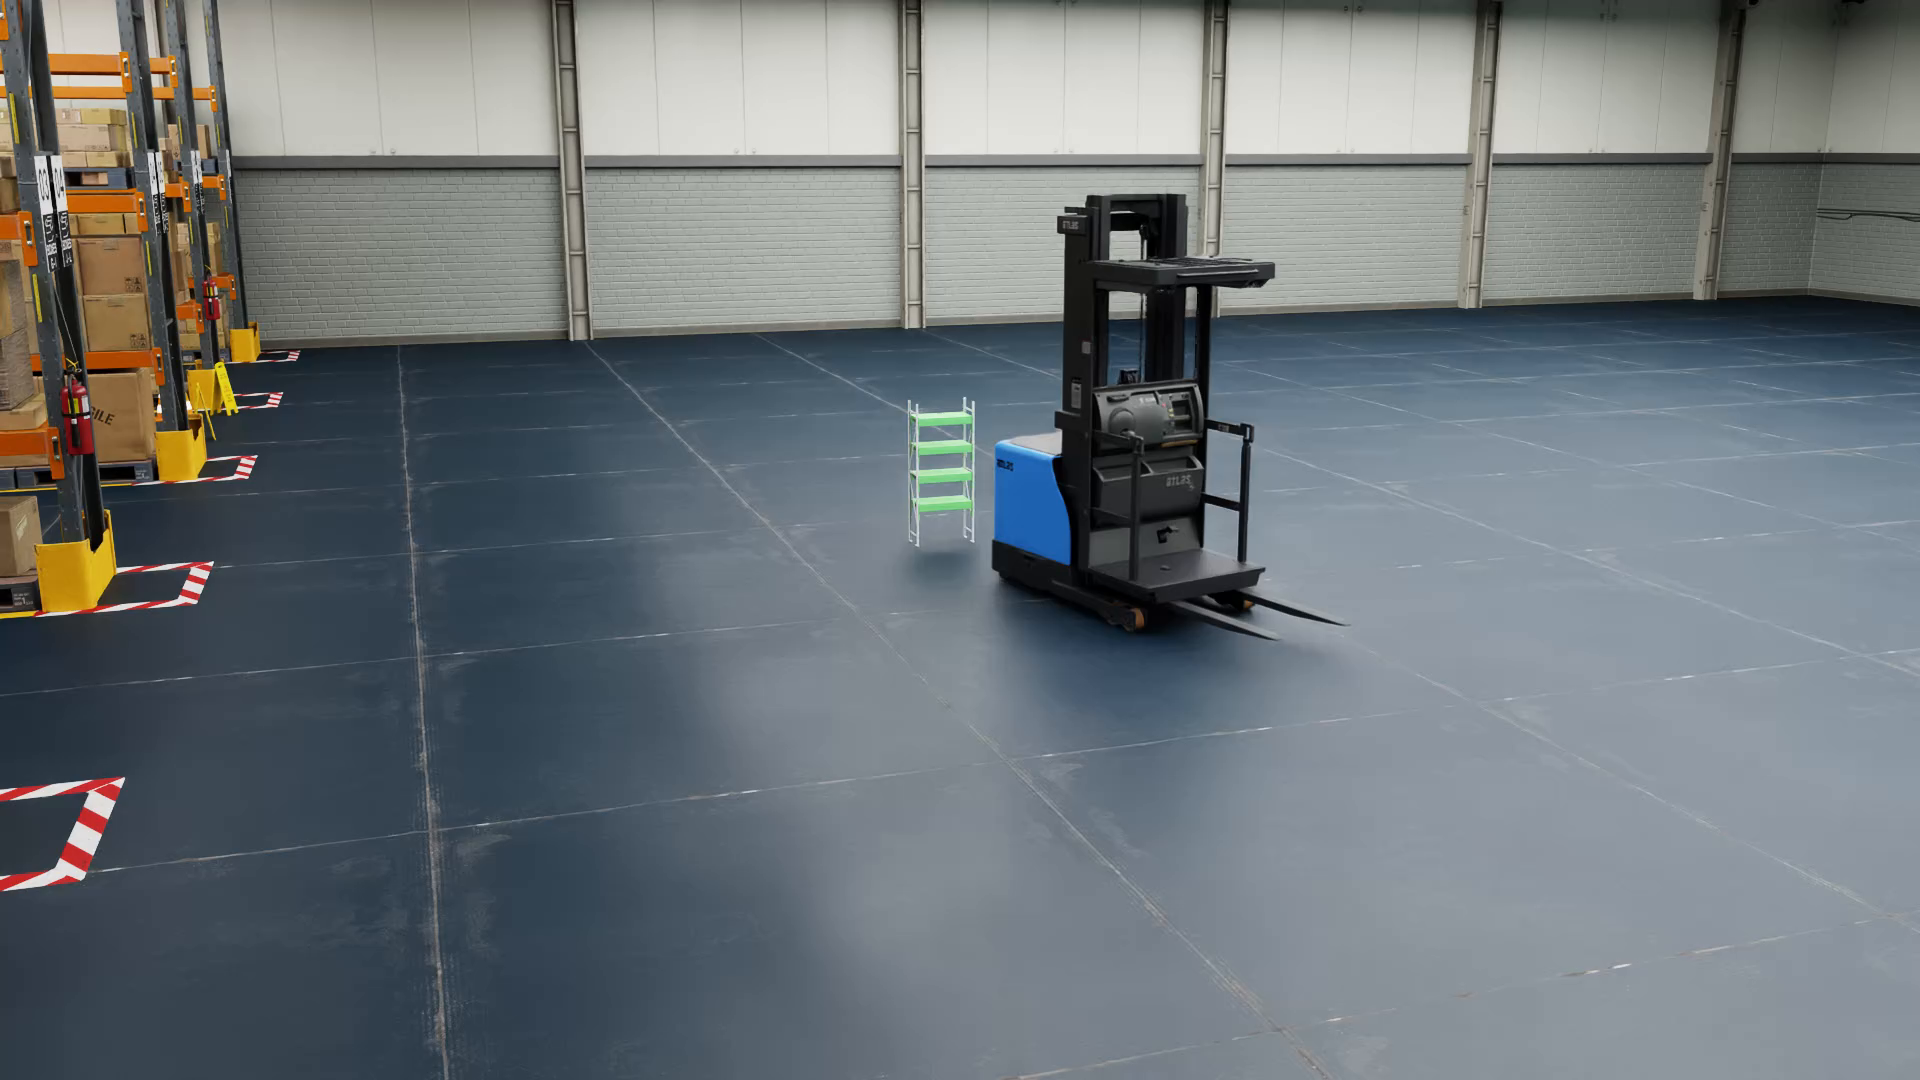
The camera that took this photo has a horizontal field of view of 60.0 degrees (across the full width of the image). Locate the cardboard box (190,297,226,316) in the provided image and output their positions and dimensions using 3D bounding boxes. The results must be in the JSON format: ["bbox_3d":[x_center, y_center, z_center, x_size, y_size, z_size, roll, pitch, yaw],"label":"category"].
[{"bbox_3d":[-11.627,-3.592,25.634,0.500,0.250,0.500,-4,14,-16],"label":"cardboard box"}]

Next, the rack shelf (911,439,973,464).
[{"bbox_3d":[-0.157,-0.743,13.912,0.480,0.148,0.258,-4,14,-18],"label":"rack shelf"}]

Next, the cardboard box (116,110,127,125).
[{"bbox_3d":[-8.447,-4.197,16.521,0.250,0.149,0.380,-4,14,-17],"label":"cardboard box"}]

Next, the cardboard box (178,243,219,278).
[{"bbox_3d":[-11.673,-4.296,25.504,0.500,0.500,0.500,-5,14,-19],"label":"cardboard box"}]

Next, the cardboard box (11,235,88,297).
[{"bbox_3d":[-8.885,-2.693,16.324,0.550,0.550,0.875,-4,14,-18],"label":"cardboard box"}]

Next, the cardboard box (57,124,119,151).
[{"bbox_3d":[-8.404,-3.861,15.968,0.500,0.250,0.500,-4,14,-17],"label":"cardboard box"}]

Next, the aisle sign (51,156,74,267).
[{"bbox_3d":[-6.580,-2.414,12.192,0.004,0.787,0.394,-4,14,-18],"label":"aisle sign"}]

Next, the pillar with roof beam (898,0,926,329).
[{"bbox_3d":[0.509,-7.347,25.585,0.400,9.000,9.100,-4,14,-18],"label":"pillar with roof beam"}]

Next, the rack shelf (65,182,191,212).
[{"bbox_3d":[-11.599,-4.214,20.450,4.000,0.370,1.077,-4,14,-18],"label":"rack shelf"}]

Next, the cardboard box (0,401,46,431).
[{"bbox_3d":[-6.747,-0.890,11.947,0.250,0.149,0.380,-4,14,-18],"label":"cardboard box"}]

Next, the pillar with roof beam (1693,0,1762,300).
[{"bbox_3d":[17.568,-8.676,31.170,0.548,9.000,9.100,-4,14,-18],"label":"pillar with roof beam"}]

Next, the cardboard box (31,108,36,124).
[{"bbox_3d":[-8.720,-4.016,15.758,0.250,0.149,0.380,-4,14,-17],"label":"cardboard box"}]

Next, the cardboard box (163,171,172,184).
[{"bbox_3d":[-9.953,-4.502,20.648,0.250,0.149,0.380,-4,14,-18],"label":"cardboard box"}]

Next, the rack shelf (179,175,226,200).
[{"bbox_3d":[-13.186,-5.303,25.026,4.000,0.370,1.077,-4,14,-18],"label":"rack shelf"}]

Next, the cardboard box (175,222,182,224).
[{"bbox_3d":[-12.181,-4.837,25.737,0.250,0.149,0.380,-4,14,-17],"label":"cardboard box"}]

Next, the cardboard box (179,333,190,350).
[{"bbox_3d":[-12.109,-3.069,25.597,0.500,0.250,0.500,-4,14,-18],"label":"cardboard box"}]

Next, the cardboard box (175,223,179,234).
[{"bbox_3d":[-12.026,-4.727,25.272,0.250,0.149,0.380,-4,14,-17],"label":"cardboard box"}]

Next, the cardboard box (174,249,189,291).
[{"bbox_3d":[-10.241,-3.472,21.397,0.500,0.500,0.500,-5,14,-19],"label":"cardboard box"}]

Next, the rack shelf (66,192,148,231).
[{"bbox_3d":[-9.925,-3.136,15.917,4.000,0.370,1.077,-4,14,-18],"label":"rack shelf"}]

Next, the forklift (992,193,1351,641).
[{"bbox_3d":[1.466,-0.913,11.649,1.130,2.935,3.031,-8,16,-32],"label":"forklift"}]

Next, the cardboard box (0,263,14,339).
[{"bbox_3d":[-6.986,-1.664,11.637,0.500,0.500,0.500,-4,14,-18],"label":"cardboard box"}]

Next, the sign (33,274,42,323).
[{"bbox_3d":[-6.385,-1.673,11.508,0.005,0.325,0.100,-4,14,-18],"label":"sign"}]

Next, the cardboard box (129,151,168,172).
[{"bbox_3d":[-10.103,-4.687,20.563,0.500,0.250,0.500,-5,14,-19],"label":"cardboard box"}]

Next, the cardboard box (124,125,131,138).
[{"bbox_3d":[-12.635,-5.962,24.904,0.500,0.500,0.700,-4,14,-18],"label":"cardboard box"}]

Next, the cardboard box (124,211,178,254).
[{"bbox_3d":[-10.118,-3.847,20.813,0.500,0.500,0.700,-5,14,-19],"label":"cardboard box"}]

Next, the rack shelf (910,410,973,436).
[{"bbox_3d":[-0.157,-0.976,13.856,0.480,0.148,0.258,-4,14,-18],"label":"rack shelf"}]

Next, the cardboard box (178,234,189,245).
[{"bbox_3d":[-11.762,-4.593,25.351,0.250,0.149,0.380,-4,14,-17],"label":"cardboard box"}]

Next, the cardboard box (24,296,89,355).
[{"bbox_3d":[-8.881,-2.165,16.437,0.550,0.550,0.875,-4,14,-18],"label":"cardboard box"}]

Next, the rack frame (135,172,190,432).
[{"bbox_3d":[-8.029,-2.174,16.802,0.127,3.000,1.000,-4,14,-18],"label":"rack frame"}]

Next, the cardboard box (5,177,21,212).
[{"bbox_3d":[-7.082,-2.486,11.956,0.500,0.250,0.500,-4,14,-16],"label":"cardboard box"}]

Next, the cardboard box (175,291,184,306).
[{"bbox_3d":[-9.990,-3.056,21.050,0.250,0.149,0.380,-4,14,-16],"label":"cardboard box"}]

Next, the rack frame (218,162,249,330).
[{"bbox_3d":[-11.290,-4.341,25.910,0.127,3.000,1.000,-4,14,-18],"label":"rack frame"}]

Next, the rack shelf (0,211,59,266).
[{"bbox_3d":[-8.439,-2.041,11.313,4.000,0.370,1.077,-4,14,-18],"label":"rack shelf"}]

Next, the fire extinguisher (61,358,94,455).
[{"bbox_3d":[-6.288,-0.949,11.817,0.183,0.674,0.296,-4,14,-18],"label":"fire extinguisher"}]

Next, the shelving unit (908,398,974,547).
[{"bbox_3d":[-0.157,-0.571,13.953,0.503,1.200,0.258,-4,14,-18],"label":"shelving unit"}]

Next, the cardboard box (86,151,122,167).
[{"bbox_3d":[-8.236,-3.665,16.008,0.250,0.149,0.380,-4,14,-18],"label":"cardboard box"}]

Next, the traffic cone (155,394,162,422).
[{"bbox_3d":[-9.700,-1.704,20.305,0.334,0.463,0.336,-4,14,-18],"label":"traffic cone"}]

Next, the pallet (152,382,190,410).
[{"bbox_3d":[-10.557,-1.838,21.414,1.213,0.211,1.003,-4,14,-18],"label":"pallet"}]

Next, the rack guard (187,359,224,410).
[{"bbox_3d":[-9.776,-2.031,21.600,0.348,0.500,1.175,-4,14,-18],"label":"rack guard"}]

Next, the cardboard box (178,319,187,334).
[{"bbox_3d":[-12.131,-3.312,25.537,0.500,0.250,0.500,-5,14,-19],"label":"cardboard box"}]

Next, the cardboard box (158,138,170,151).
[{"bbox_3d":[-9.930,-4.888,20.547,0.250,0.149,0.380,-4,14,-18],"label":"cardboard box"}]

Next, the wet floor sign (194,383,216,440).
[{"bbox_3d":[-8.633,-1.465,18.909,0.232,0.644,0.267,-7,15,-28],"label":"wet floor sign"}]

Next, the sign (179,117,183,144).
[{"bbox_3d":[-9.546,-5.019,20.367,0.005,0.325,0.100,-4,14,-18],"label":"sign"}]

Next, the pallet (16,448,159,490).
[{"bbox_3d":[-8.762,-0.741,16.804,1.213,0.211,1.003,-4,14,-18],"label":"pallet"}]

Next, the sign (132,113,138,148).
[{"bbox_3d":[-7.869,-3.906,15.857,0.005,0.325,0.100,-4,14,-18],"label":"sign"}]

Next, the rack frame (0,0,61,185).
[{"bbox_3d":[-6.543,-3.998,11.503,0.127,3.000,1.000,-4,14,-18],"label":"rack frame"}]

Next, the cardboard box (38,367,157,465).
[{"bbox_3d":[-8.651,-1.280,16.728,0.875,0.875,0.875,-4,14,-18],"label":"cardboard box"}]

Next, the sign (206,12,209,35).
[{"bbox_3d":[-11.131,-7.632,24.594,0.005,0.325,0.100,-4,14,-18],"label":"sign"}]

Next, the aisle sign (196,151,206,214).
[{"bbox_3d":[-9.744,-4.590,21.339,0.004,0.787,0.394,-4,14,-18],"label":"aisle sign"}]
